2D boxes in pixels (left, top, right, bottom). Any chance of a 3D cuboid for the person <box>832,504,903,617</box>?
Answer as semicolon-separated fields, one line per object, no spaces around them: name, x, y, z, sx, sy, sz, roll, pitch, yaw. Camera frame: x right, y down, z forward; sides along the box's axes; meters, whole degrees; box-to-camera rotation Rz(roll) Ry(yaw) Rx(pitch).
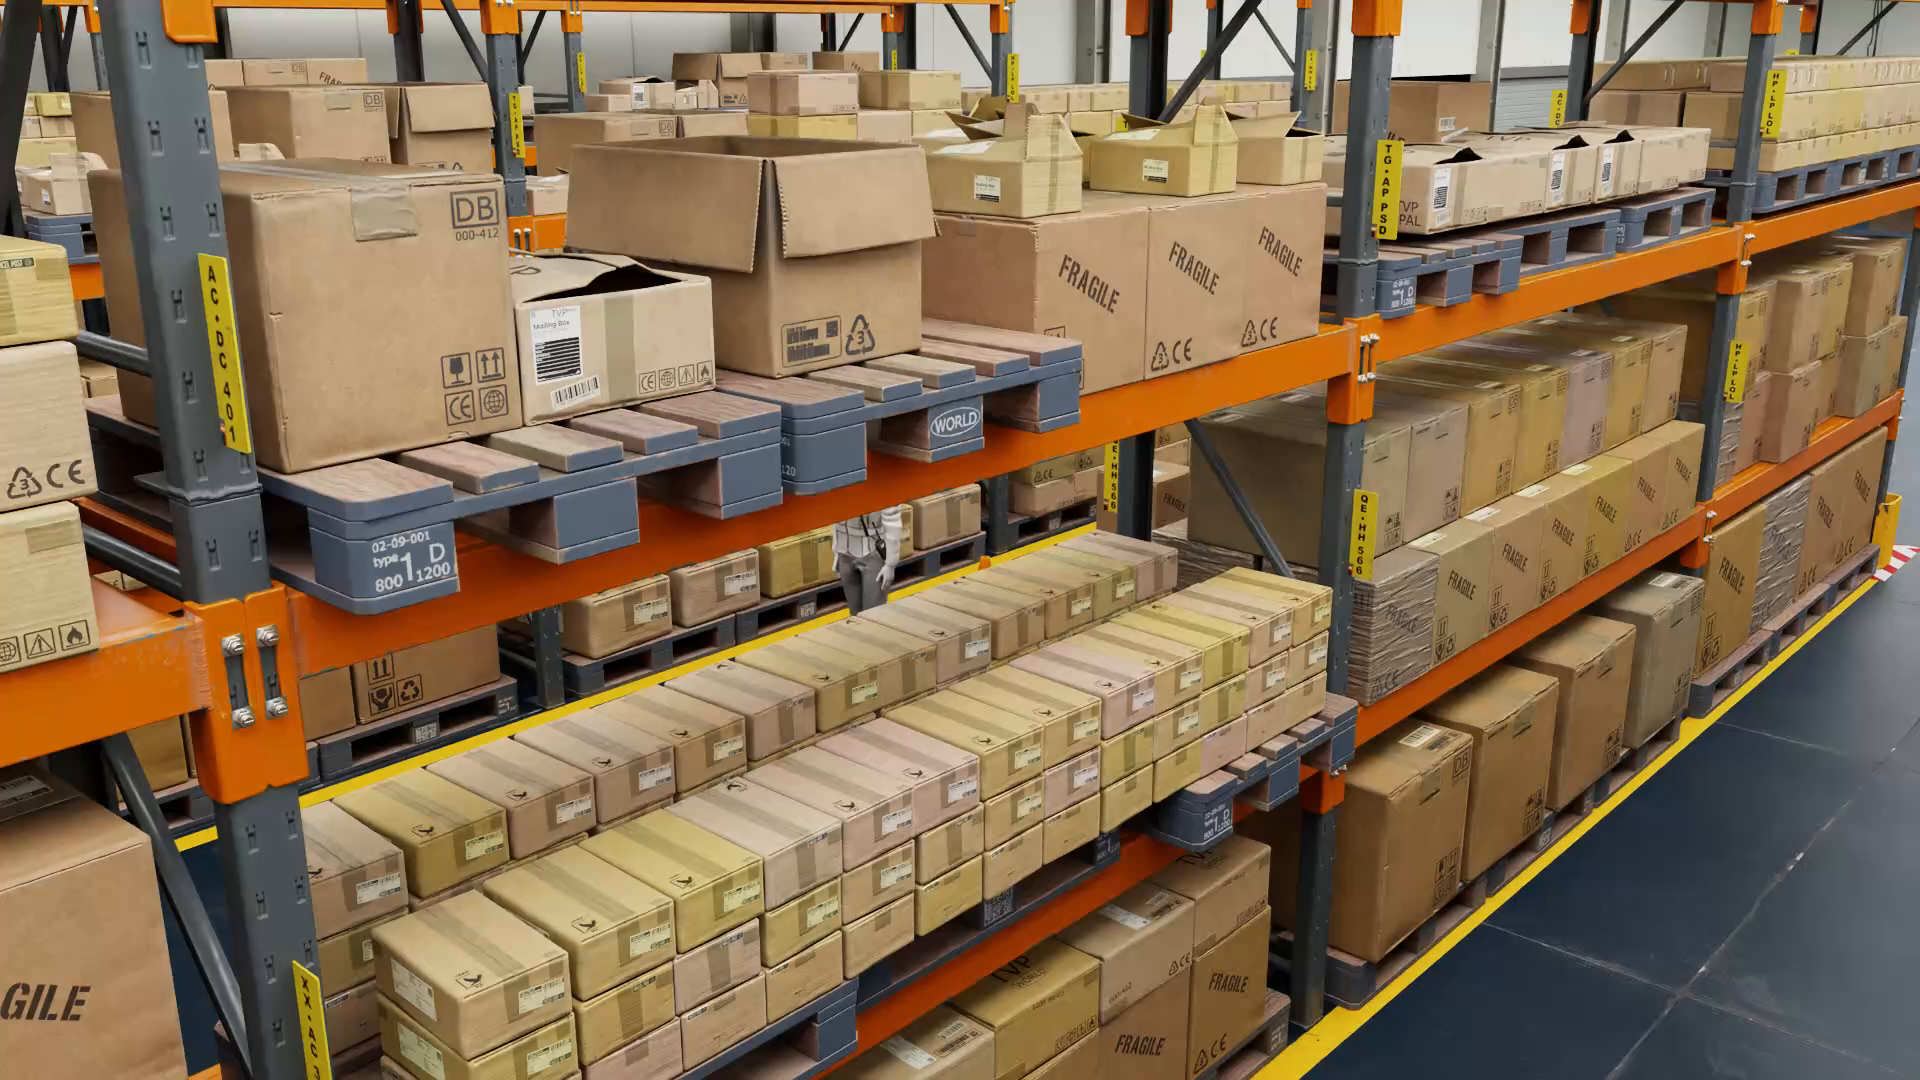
person;-0.545;0.110;9.676;0.474;1.698;0.431;15;23;40
